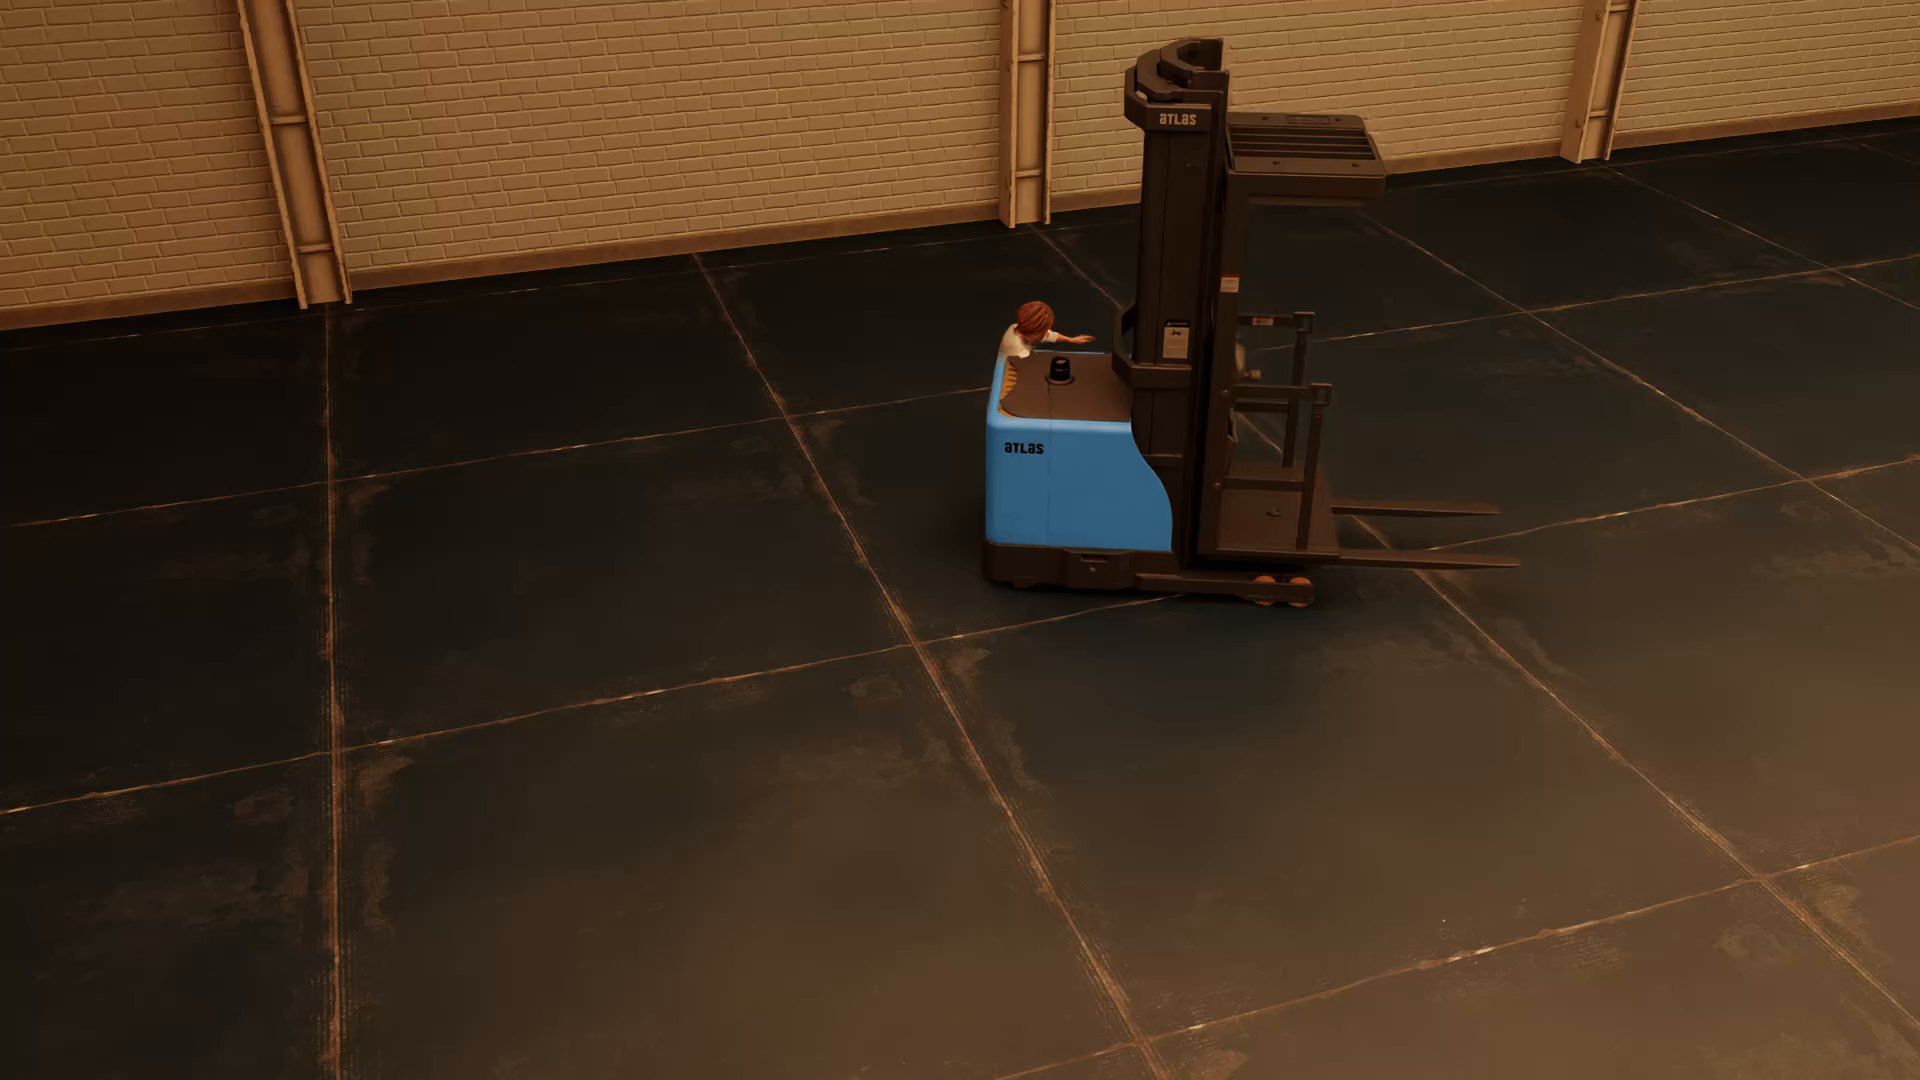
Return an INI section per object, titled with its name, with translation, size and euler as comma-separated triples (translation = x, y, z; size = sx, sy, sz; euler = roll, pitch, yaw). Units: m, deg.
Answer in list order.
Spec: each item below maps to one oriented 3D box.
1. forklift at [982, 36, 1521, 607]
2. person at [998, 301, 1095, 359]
[forklift]
translation = 1.675, -1.170, 9.121
size = 3.031, 2.935, 1.130
euler = 3, 30, 4
[person]
translation = 0.524, -0.790, 10.049
size = 0.672, 1.360, 0.879
euler = 3, 30, 5
